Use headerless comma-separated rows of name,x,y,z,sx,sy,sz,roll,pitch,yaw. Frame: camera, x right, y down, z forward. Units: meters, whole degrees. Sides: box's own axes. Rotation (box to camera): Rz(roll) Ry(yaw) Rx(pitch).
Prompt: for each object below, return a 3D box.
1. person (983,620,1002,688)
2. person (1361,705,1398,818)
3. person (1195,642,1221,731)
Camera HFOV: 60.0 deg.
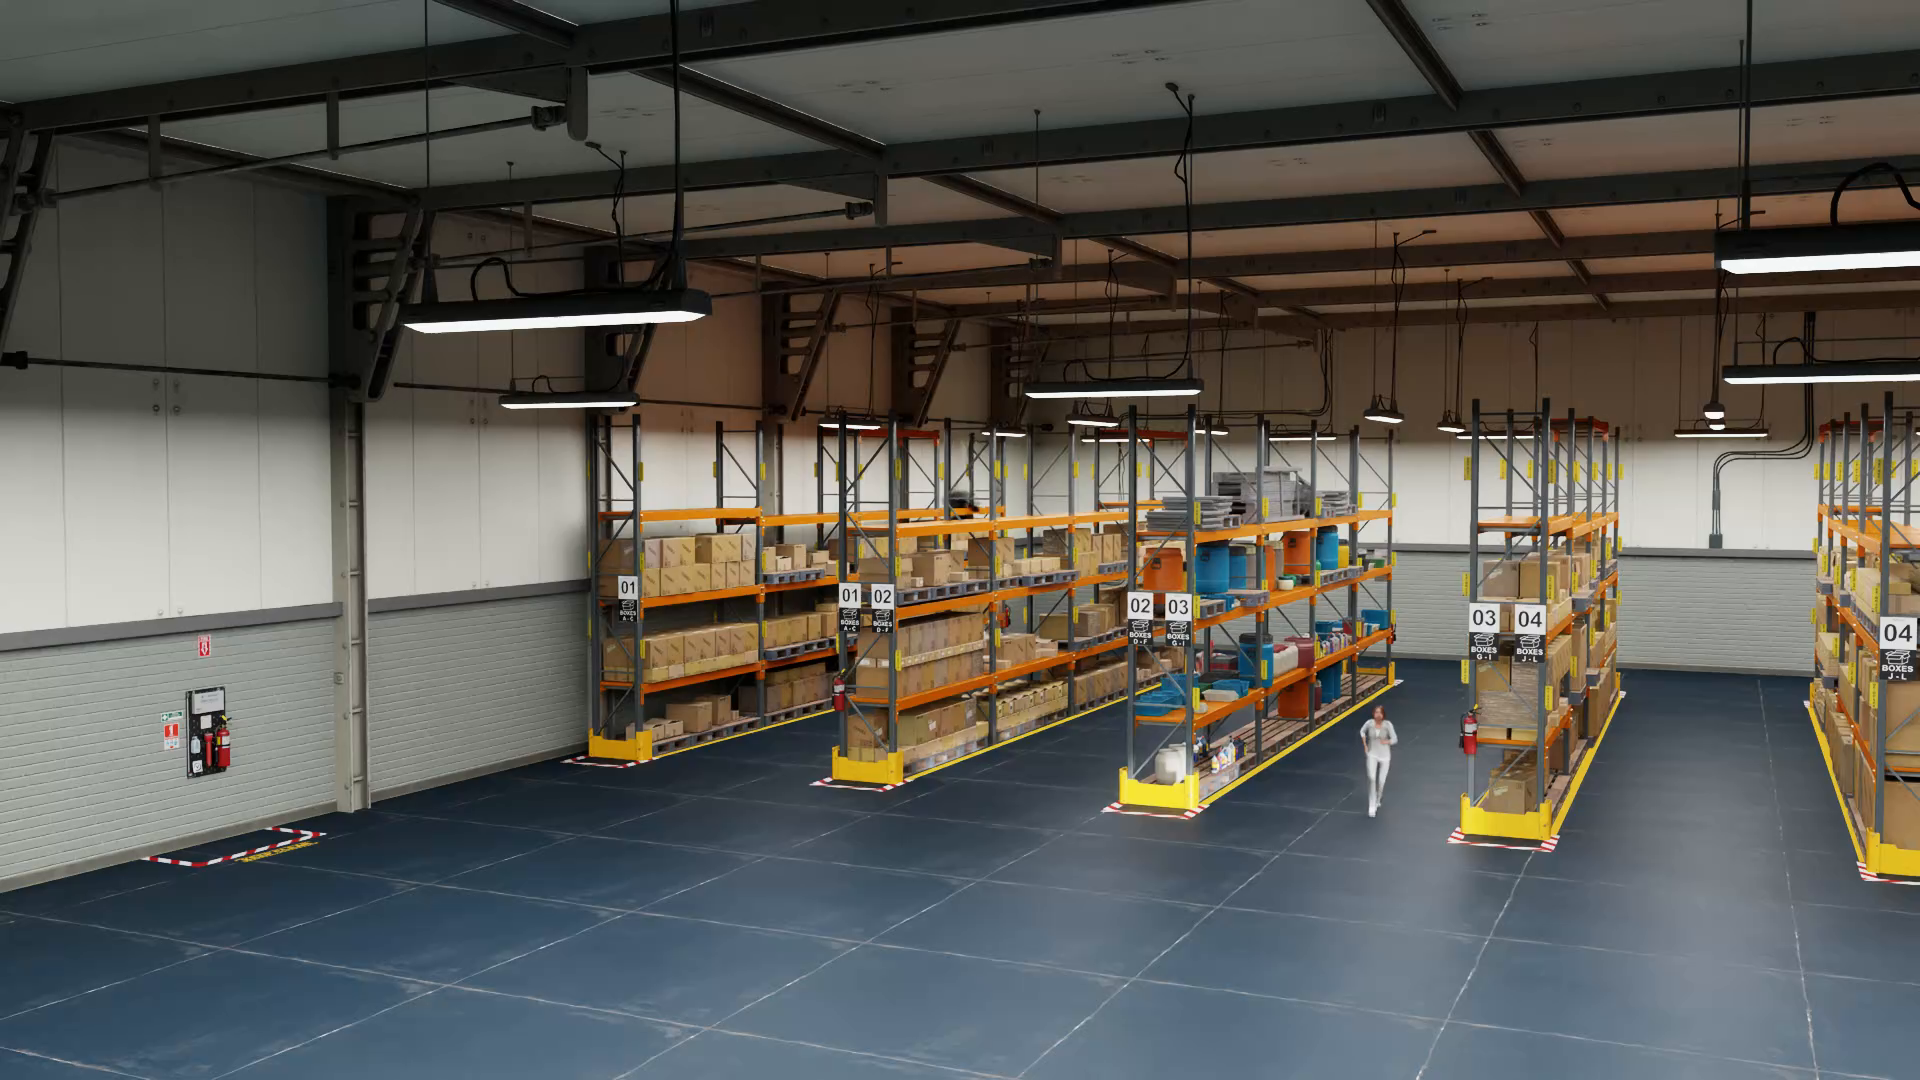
person,0.670,2.622,36.336,0.665,1.767,0.904,1,2,16
person,6.123,3.214,24.307,0.515,1.627,0.758,0,2,11
person,4.910,2.824,32.416,0.670,1.780,0.996,1,3,27
